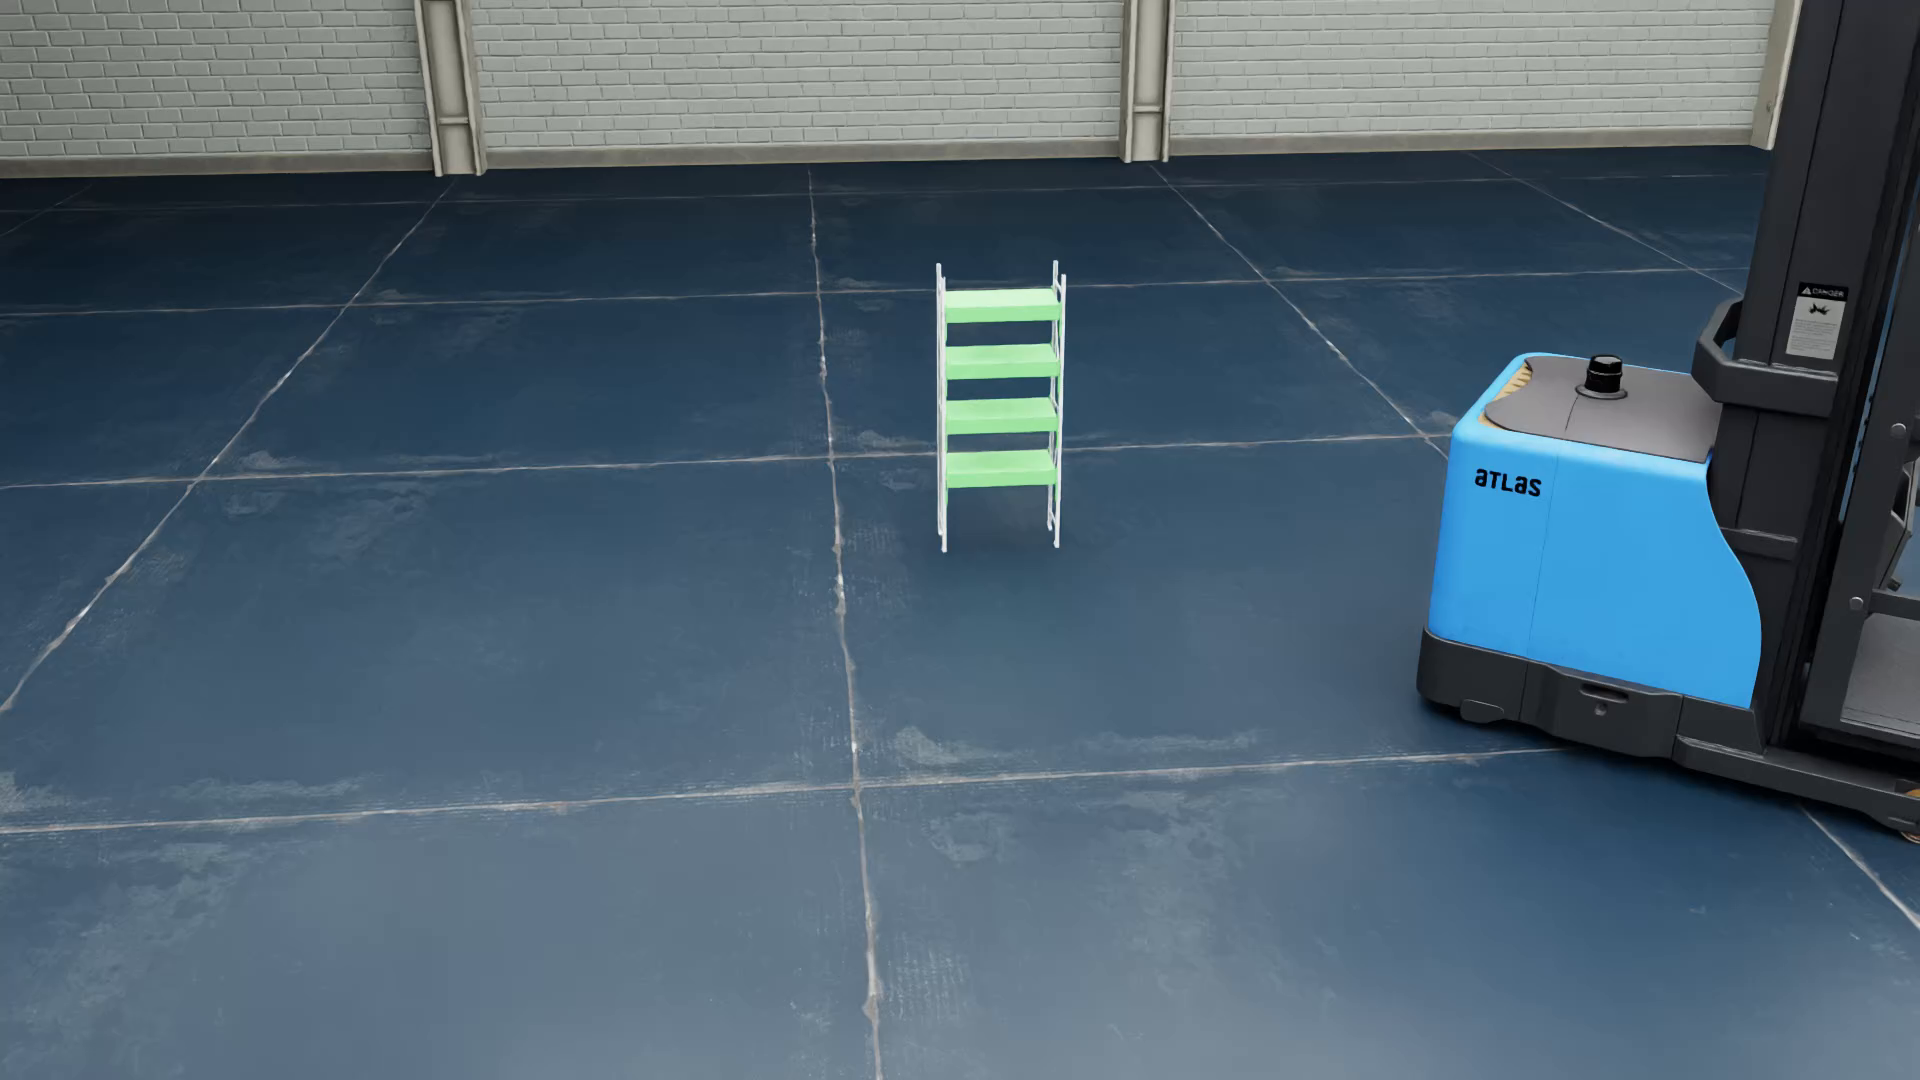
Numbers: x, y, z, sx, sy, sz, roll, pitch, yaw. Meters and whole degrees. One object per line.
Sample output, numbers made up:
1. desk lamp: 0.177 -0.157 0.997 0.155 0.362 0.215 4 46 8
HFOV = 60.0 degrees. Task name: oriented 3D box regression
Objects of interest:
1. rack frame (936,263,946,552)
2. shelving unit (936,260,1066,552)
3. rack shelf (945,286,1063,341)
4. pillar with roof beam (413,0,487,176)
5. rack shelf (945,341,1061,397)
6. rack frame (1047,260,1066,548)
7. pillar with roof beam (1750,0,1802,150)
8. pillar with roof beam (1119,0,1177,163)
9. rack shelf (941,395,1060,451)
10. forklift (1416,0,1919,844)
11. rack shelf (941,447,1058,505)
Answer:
1. rack frame: -0.078 -0.545 6.999 0.015 1.200 0.240 -2 24 -5
2. shelving unit: 0.165 -0.555 7.021 0.503 1.200 0.258 -2 24 -5
3. rack shelf: 0.165 -0.935 6.852 0.480 0.148 0.258 -2 24 -5
4. pillar with roof beam: -3.899 -5.562 8.685 0.400 9.000 9.100 -2 24 -5
5. rack shelf: 0.165 -0.716 6.950 0.480 0.148 0.258 -2 24 -5
6. rack frame: 0.408 -0.565 7.043 0.015 1.200 0.240 -2 24 -5
7. pillar with roof beam: 8.043 -6.041 9.763 0.400 9.000 9.100 -2 24 -5
8. pillar with roof beam: 2.072 -5.802 9.224 0.400 9.000 9.100 -2 24 -5
9. rack shelf: 0.165 -0.496 7.047 0.480 0.148 0.258 -2 24 -5
10. forklift: 3.151 -0.607 5.007 3.031 2.935 1.130 13 27 27
11. rack shelf: 0.165 -0.277 7.145 0.480 0.148 0.258 -2 24 -5
